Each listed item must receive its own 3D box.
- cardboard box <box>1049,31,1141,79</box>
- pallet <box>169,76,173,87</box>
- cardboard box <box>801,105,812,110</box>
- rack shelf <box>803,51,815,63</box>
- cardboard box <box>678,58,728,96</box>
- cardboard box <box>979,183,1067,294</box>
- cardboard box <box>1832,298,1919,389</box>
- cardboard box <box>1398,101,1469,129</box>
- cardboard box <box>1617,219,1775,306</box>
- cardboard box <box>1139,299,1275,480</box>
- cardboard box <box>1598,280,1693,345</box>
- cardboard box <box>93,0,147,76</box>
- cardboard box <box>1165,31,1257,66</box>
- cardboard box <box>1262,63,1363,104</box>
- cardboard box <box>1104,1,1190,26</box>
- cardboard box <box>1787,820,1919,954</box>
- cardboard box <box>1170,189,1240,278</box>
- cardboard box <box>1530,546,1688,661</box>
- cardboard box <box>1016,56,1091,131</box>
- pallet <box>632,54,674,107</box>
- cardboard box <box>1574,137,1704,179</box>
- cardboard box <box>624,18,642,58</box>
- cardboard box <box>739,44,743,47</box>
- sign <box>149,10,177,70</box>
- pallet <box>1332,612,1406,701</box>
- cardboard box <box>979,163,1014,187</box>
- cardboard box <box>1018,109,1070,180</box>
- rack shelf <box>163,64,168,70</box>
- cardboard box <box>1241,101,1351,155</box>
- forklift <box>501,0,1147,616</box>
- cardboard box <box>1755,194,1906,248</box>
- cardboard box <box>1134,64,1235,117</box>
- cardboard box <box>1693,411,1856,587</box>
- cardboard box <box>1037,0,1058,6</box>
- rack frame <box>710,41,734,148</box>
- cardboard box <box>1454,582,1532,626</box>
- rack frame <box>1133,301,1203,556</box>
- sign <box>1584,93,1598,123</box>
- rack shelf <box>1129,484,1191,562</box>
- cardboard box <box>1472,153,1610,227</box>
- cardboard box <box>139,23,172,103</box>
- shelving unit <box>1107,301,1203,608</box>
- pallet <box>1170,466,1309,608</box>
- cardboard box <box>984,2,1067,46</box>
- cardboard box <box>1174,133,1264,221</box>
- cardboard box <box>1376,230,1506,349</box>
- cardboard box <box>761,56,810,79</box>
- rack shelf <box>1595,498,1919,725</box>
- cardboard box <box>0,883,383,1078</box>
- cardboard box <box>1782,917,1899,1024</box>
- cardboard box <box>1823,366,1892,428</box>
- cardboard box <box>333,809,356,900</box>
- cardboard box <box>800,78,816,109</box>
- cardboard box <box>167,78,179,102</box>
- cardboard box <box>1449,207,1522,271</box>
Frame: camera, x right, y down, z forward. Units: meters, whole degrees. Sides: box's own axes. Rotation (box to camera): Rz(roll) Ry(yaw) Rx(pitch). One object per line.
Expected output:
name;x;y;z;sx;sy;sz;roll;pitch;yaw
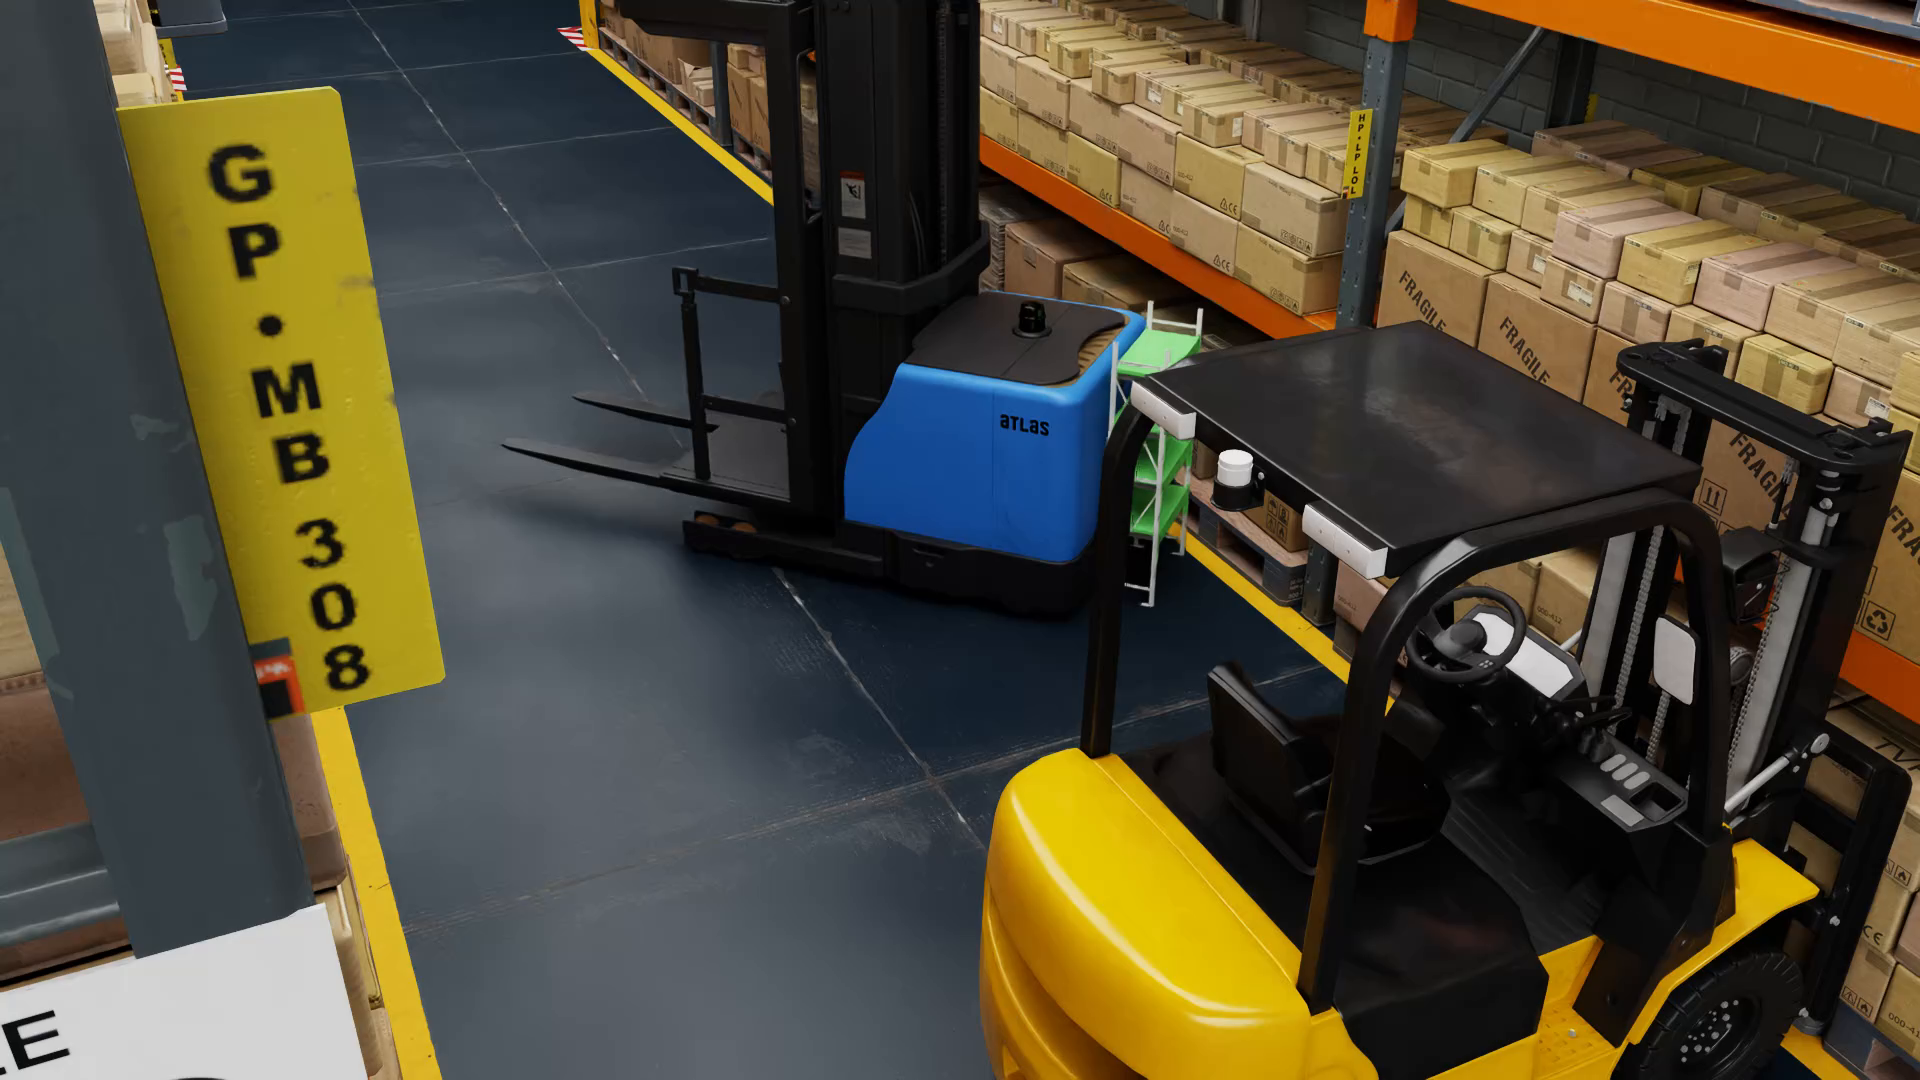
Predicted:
cardboard box;0.662;-2.385;8.171;0.380;0.149;0.250;-12;32;-21
pallet;-7.274;-3.766;14.250;1.003;0.211;1.213;-13;32;-22
cardboard box;-1.037;-2.973;12.112;0.500;0.500;0.500;-14;32;-23
rack shelf;-0.631;-3.399;11.480;1.077;0.370;4.000;-13;32;-22
cardboard box;-2.147;-3.929;14.055;0.396;0.266;0.258;-12;31;-20
cardboard box;0.483;-1.698;9.710;0.875;0.625;0.625;-12;31;-20
cardboard box;2.654;-0.542;4.580;0.380;0.149;0.250;-13;32;-21
cardboard box;1.920;-1.718;6.982;0.380;0.149;0.250;-14;32;-24
cardboard box;2.279;-0.864;5.154;0.380;0.149;0.250;-14;32;-23
cardboard box;1.385;-0.782;8.076;0.875;0.625;0.625;-13;32;-22
cardboard box;2.244;-0.728;5.217;0.380;0.149;0.250;-13;32;-22
cardboard box;-1.233;-0.577;2.088;0.380;0.149;0.250;-12;32;-21
cardboard box;1.227;-2.380;8.162;0.380;0.149;0.250;-12;31;-21
cardboard box;1.601;-2.053;7.578;0.380;0.149;0.250;-13;32;-22
cardboard box;0.988;-2.741;8.806;0.380;0.149;0.250;-14;32;-23
cardboard box;2.725;0.906;4.938;0.500;0.250;0.500;-14;32;-23
cardboard box;1.272;-1.385;7.307;0.500;0.250;0.500;-13;32;-22
cardboard box;2.304;0.243;5.609;0.500;0.250;0.500;-12;31;-20
cardboard box;0.620;-2.278;8.388;0.500;0.250;0.500;-14;32;-23
pallet;-2.311;-4.223;15.065;1.003;0.211;1.213;-13;32;-22
cardboard box;2.425;-1.321;5.970;0.380;0.149;0.250;-14;32;-23
cardboard box;-2.698;-4.780;15.334;0.700;0.500;0.500;-12;31;-20
cardboard box;-1.521;-3.900;12.797;0.380;0.149;0.250;-14;32;-23
sign;-3.768;-2.374;7.813;0.100;0.325;0.005;-13;32;-22
pallet;2.249;0.514;6.617;1.003;0.211;1.213;-13;32;-22
cardboard box;0.300;-2.167;10.674;0.500;0.500;0.500;-12;31;-20
cardboard box;0.637;-2.067;8.522;0.500;0.250;0.500;-14;32;-24
rack shelf;-3.395;-1.896;5.733;1.077;0.370;4.000;-13;32;-22
cardboard box;1.413;-1.722;6.989;0.380;0.149;0.250;-13;32;-22
forklift;-0.723;-1.414;7.276;3.031;2.935;1.130;12;31;20
cardboard box;2.808;-0.991;5.381;0.380;0.149;0.250;-14;32;-23
cardboard box;1.023;-2.051;7.575;0.380;0.149;0.250;-13;32;-22
cardboard box;2.553;-0.178;4.899;0.500;0.500;0.500;-13;32;-22
cardboard box;0.550;-3.054;9.365;0.380;0.149;0.250;-12;31;-20
rack frame;-1.489;-4.596;12.879;1.000;3.000;0.127;-13;32;-22
cardboard box;2.092;0.237;6.132;0.500;0.250;0.500;-13;32;-22
rack frame;0.916;-0.475;7.369;0.240;1.200;0.015;11;31;19
sign;2.446;-1.591;6.555;0.100;0.325;0.005;-13;32;-22
rack shelf;0.823;-0.099;7.321;0.258;0.148;0.480;11;31;19
cardboard box;2.024;-1.222;5.793;0.380;0.149;0.250;-13;32;-21
cardboard box;-1.448;-0.580;2.500;0.500;0.250;0.500;-12;32;-21
shelving unit;0.824;-0.365;7.172;0.258;1.200;0.503;11;31;19
pallet;1.593;-0.163;7.825;1.003;0.211;1.213;-13;32;-22
cardboard box;0.348;-2.727;8.781;0.380;0.149;0.250;-12;32;-21
cardboard box;1.276;-1.604;7.185;0.500;0.250;0.500;-14;32;-23
cardboard box;1.900;-0.855;6.105;0.500;0.500;0.500;-14;32;-23
cardboard box;-1.266;-3.540;12.460;0.380;0.149;0.250;-15;33;-25
rack shelf;2.804;0.135;5.177;1.077;0.370;4.000;-13;32;-22
cardboard box;-0.668;0.335;1.275;0.380;0.149;0.250;-13;32;-22
cardboard box;2.764;1.135;5.040;0.500;0.250;0.500;-13;32;-21
cardboard box;2.662;-0.407;4.643;0.380;0.149;0.250;-13;32;-22
cardboard box;-1.820;1.100;4.336;0.500;0.500;0.500;-12;32;-21
cardboard box;-0.959;-3.194;11.842;0.380;0.149;0.250;-12;31;-20
cardboard box;-3.358;-1.550;6.612;0.500;0.500;0.500;-15;33;-25
cardboard box;1.957;-1.078;5.841;0.380;0.149;0.250;-12;32;-21
